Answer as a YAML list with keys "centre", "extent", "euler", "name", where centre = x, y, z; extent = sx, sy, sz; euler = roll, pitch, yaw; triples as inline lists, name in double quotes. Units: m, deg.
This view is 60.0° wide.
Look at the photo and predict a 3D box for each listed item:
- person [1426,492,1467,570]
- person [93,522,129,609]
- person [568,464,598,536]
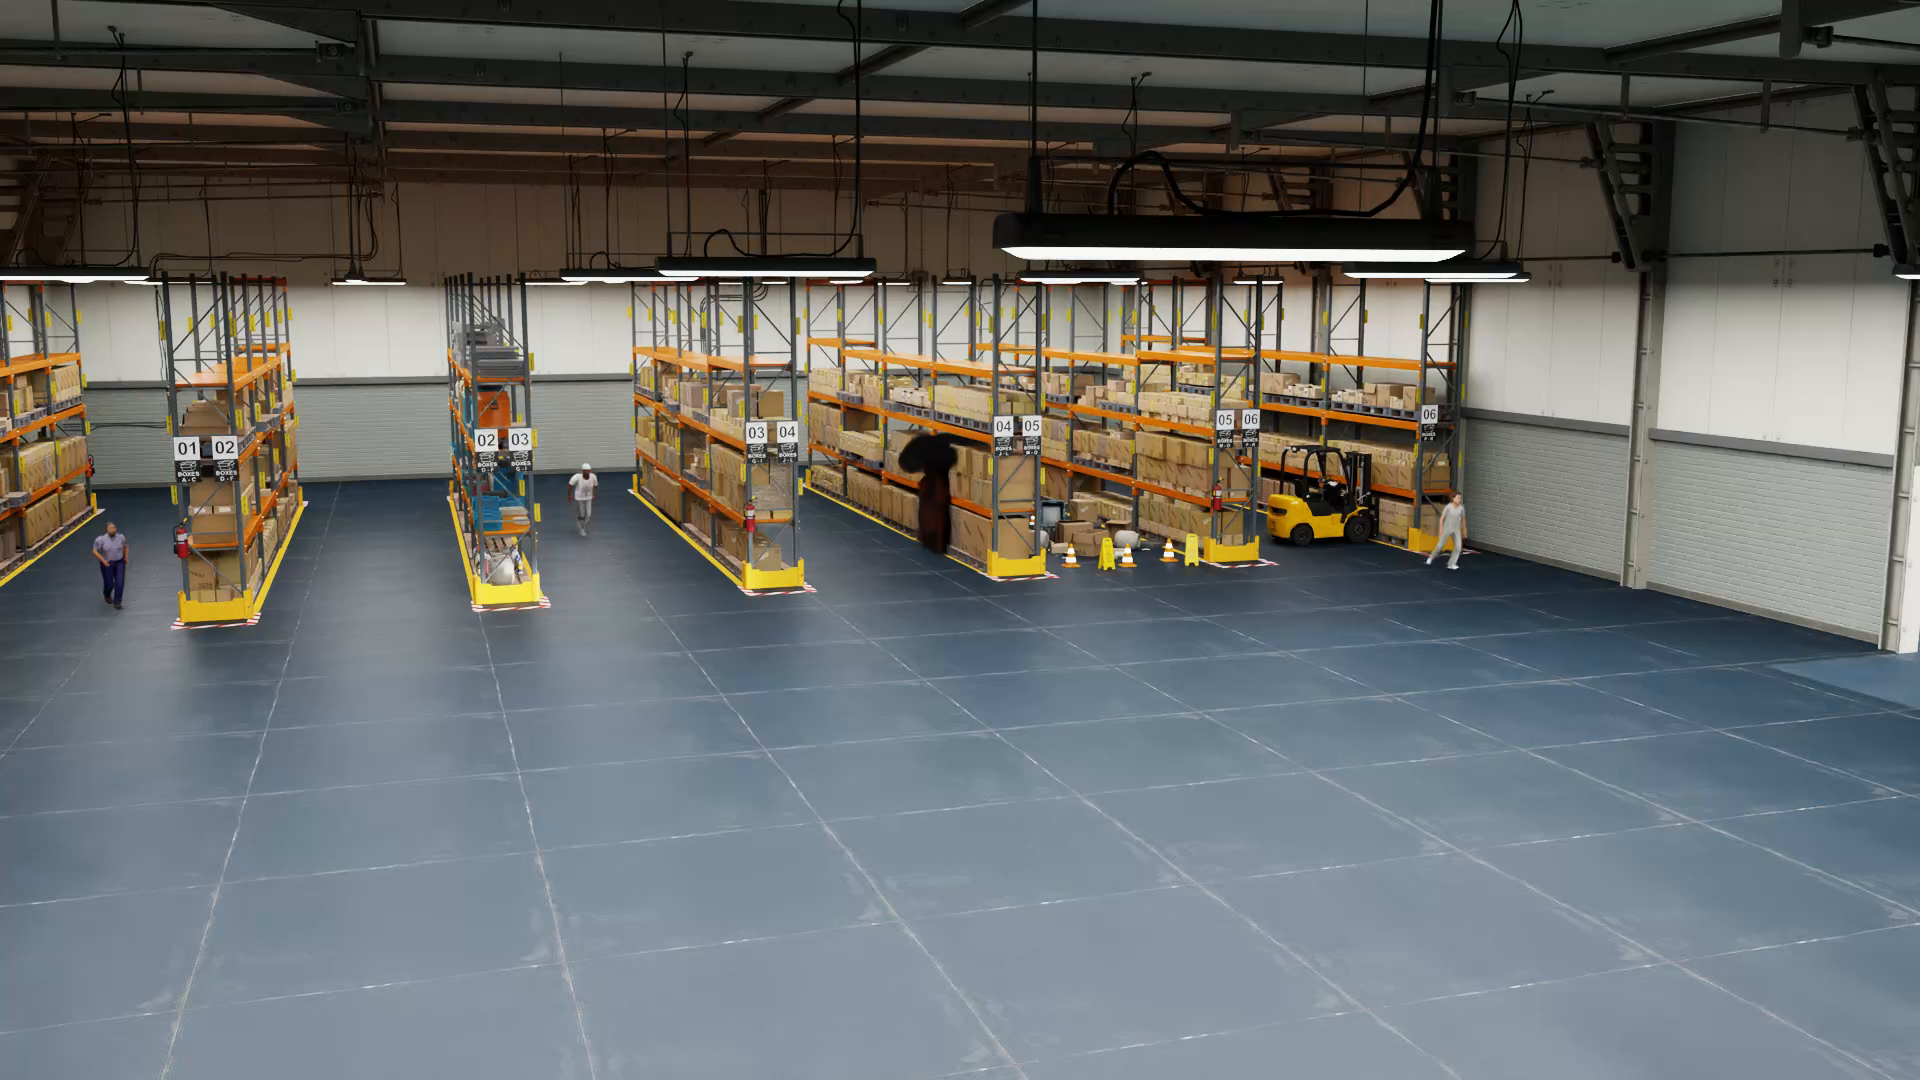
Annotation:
- centre: [10.029, -0.216, 34.186]
  extent: [0.703, 1.606, 0.639]
  euler: [-1, 9, -7]
  name: "person"
- centre: [-15.282, 0.446, 29.963]
  extent: [0.606, 1.591, 0.635]
  euler: [-6, 11, -36]
  name: "person"
- centre: [-8.765, -0.948, 38.787]
  extent: [0.701, 1.691, 0.650]
  euler: [-6, 10, -33]
  name: "person"
